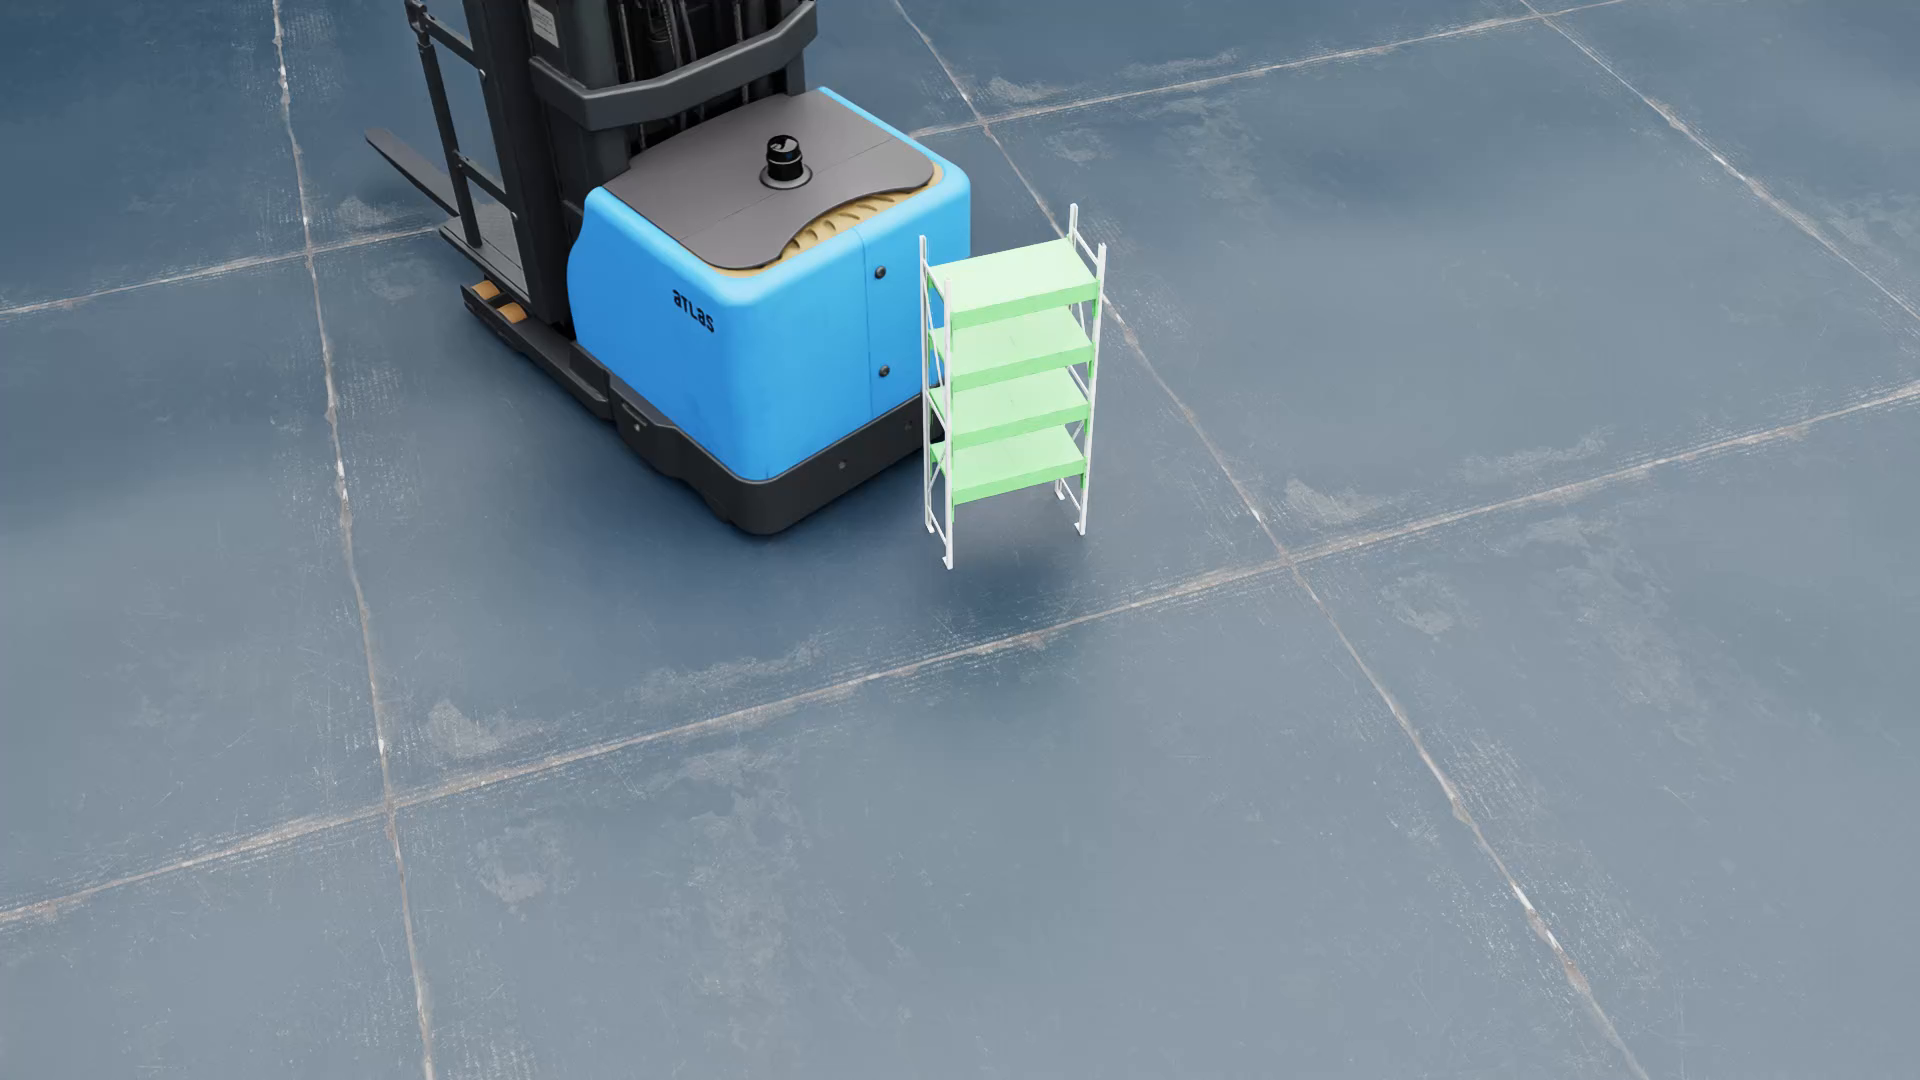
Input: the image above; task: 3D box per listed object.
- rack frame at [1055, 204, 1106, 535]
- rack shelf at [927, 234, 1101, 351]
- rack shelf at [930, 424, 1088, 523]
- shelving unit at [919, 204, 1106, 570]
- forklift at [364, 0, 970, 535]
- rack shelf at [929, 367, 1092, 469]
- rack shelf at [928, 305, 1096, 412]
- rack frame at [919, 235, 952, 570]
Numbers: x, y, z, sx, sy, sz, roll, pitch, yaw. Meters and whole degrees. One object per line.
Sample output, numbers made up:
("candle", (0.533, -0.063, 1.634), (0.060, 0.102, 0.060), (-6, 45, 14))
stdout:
("rack frame", (0.385, -0.522, 5.423), (0.015, 1.200, 0.240), (-14, 47, -14))
("rack shelf", (0.156, -0.757, 5.070), (0.480, 0.148, 0.258), (-14, 47, -14))
("rack shelf", (0.156, -0.249, 5.580), (0.480, 0.148, 0.258), (-14, 47, -14))
("shelving unit", (0.156, -0.463, 5.365), (0.503, 1.200, 0.258), (-14, 47, -14))
("forklift", (-1.314, -2.012, 5.686), (1.130, 2.935, 3.031), (-33, 54, -28))
("rack shelf", (0.156, -0.418, 5.410), (0.480, 0.148, 0.258), (-14, 47, -14))
("rack shelf", (0.156, -0.588, 5.240), (0.480, 0.148, 0.258), (-14, 47, -14))
("rack frame", (-0.074, -0.405, 5.306), (0.015, 1.200, 0.240), (-14, 47, -14))
